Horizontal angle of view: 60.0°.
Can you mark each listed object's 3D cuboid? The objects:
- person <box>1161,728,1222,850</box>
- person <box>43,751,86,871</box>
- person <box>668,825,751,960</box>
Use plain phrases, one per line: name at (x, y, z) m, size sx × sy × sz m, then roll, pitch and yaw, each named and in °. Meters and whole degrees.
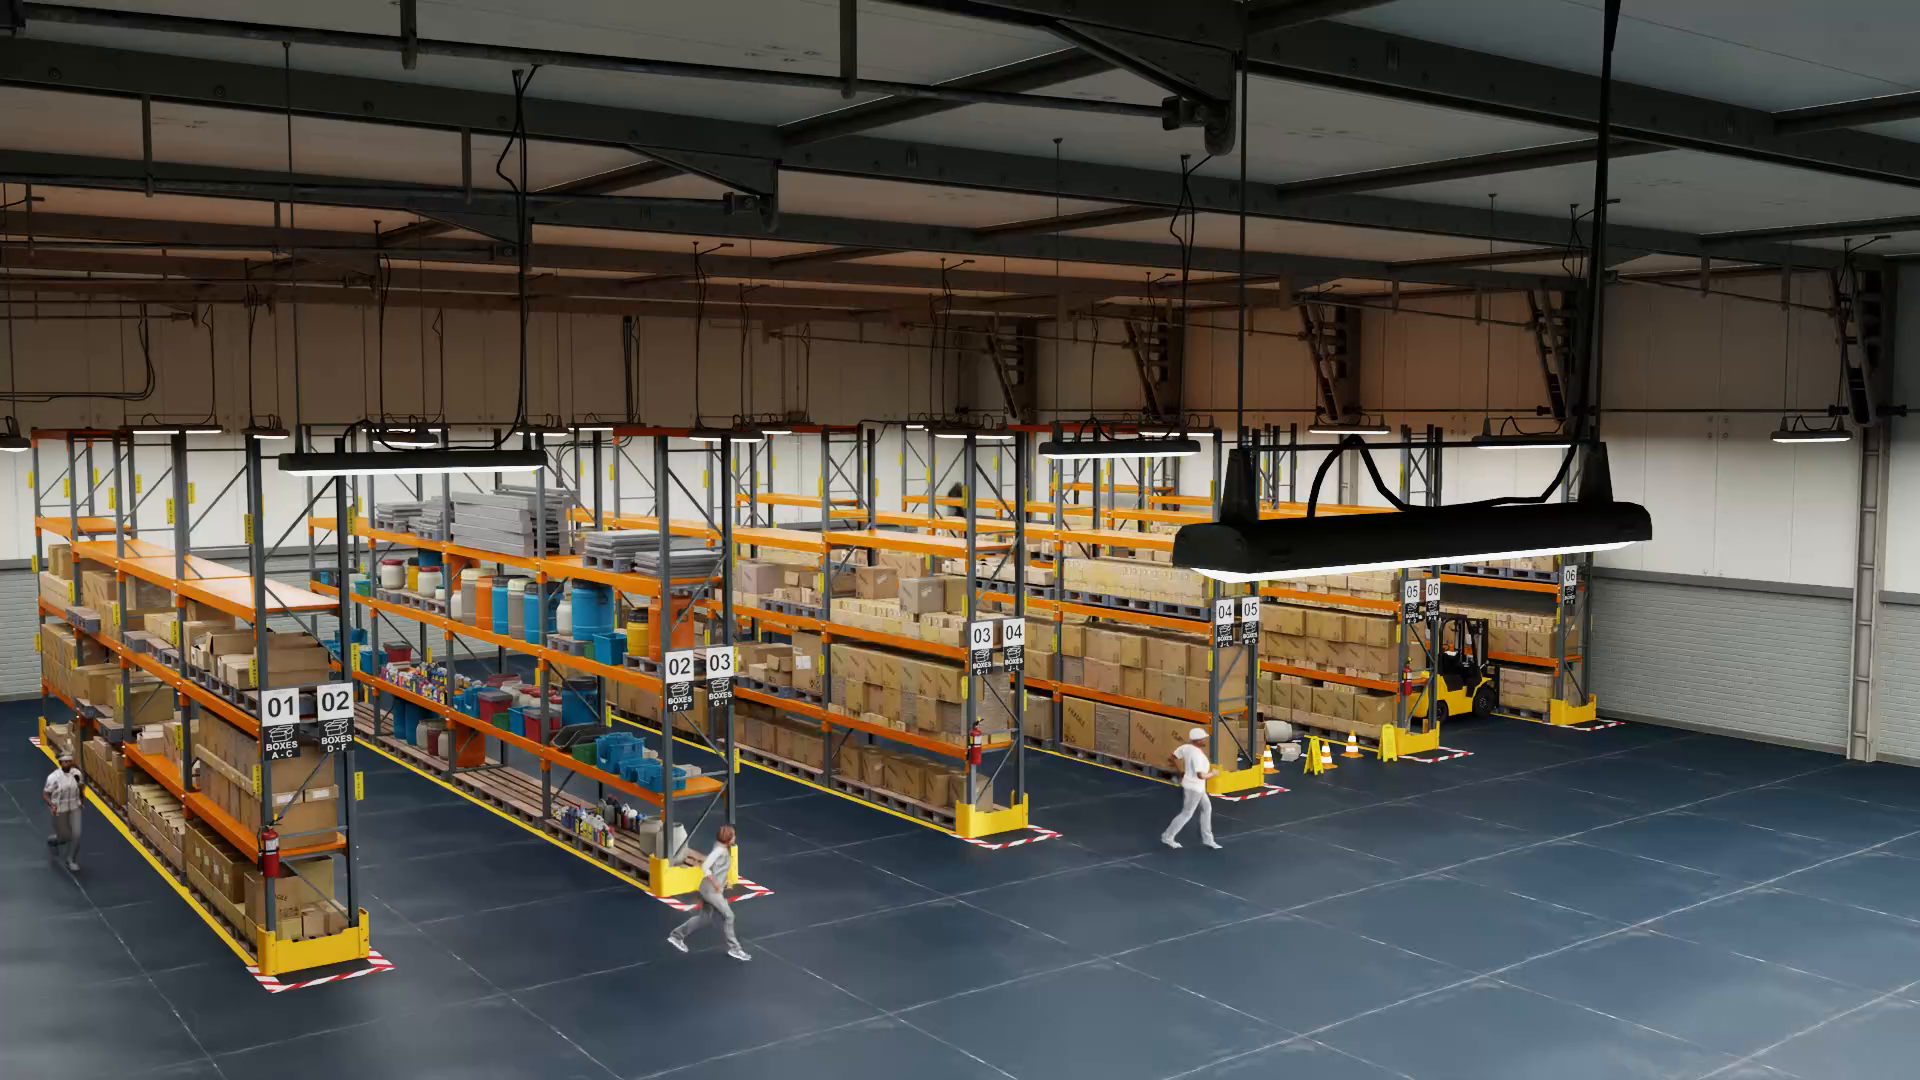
person at (3.325, 3.580, 23.784) m, size 0.898 × 1.801 × 0.649 m, roll 0°, pitch 4°, yaw 1°
person at (-12.387, 3.711, 23.007) m, size 0.681 × 1.658 × 0.561 m, roll 4°, pitch 6°, yaw 42°
person at (-2.873, 4.049, 19.045) m, size 0.935 × 1.569 × 0.556 m, roll 0°, pitch 4°, yaw -3°
